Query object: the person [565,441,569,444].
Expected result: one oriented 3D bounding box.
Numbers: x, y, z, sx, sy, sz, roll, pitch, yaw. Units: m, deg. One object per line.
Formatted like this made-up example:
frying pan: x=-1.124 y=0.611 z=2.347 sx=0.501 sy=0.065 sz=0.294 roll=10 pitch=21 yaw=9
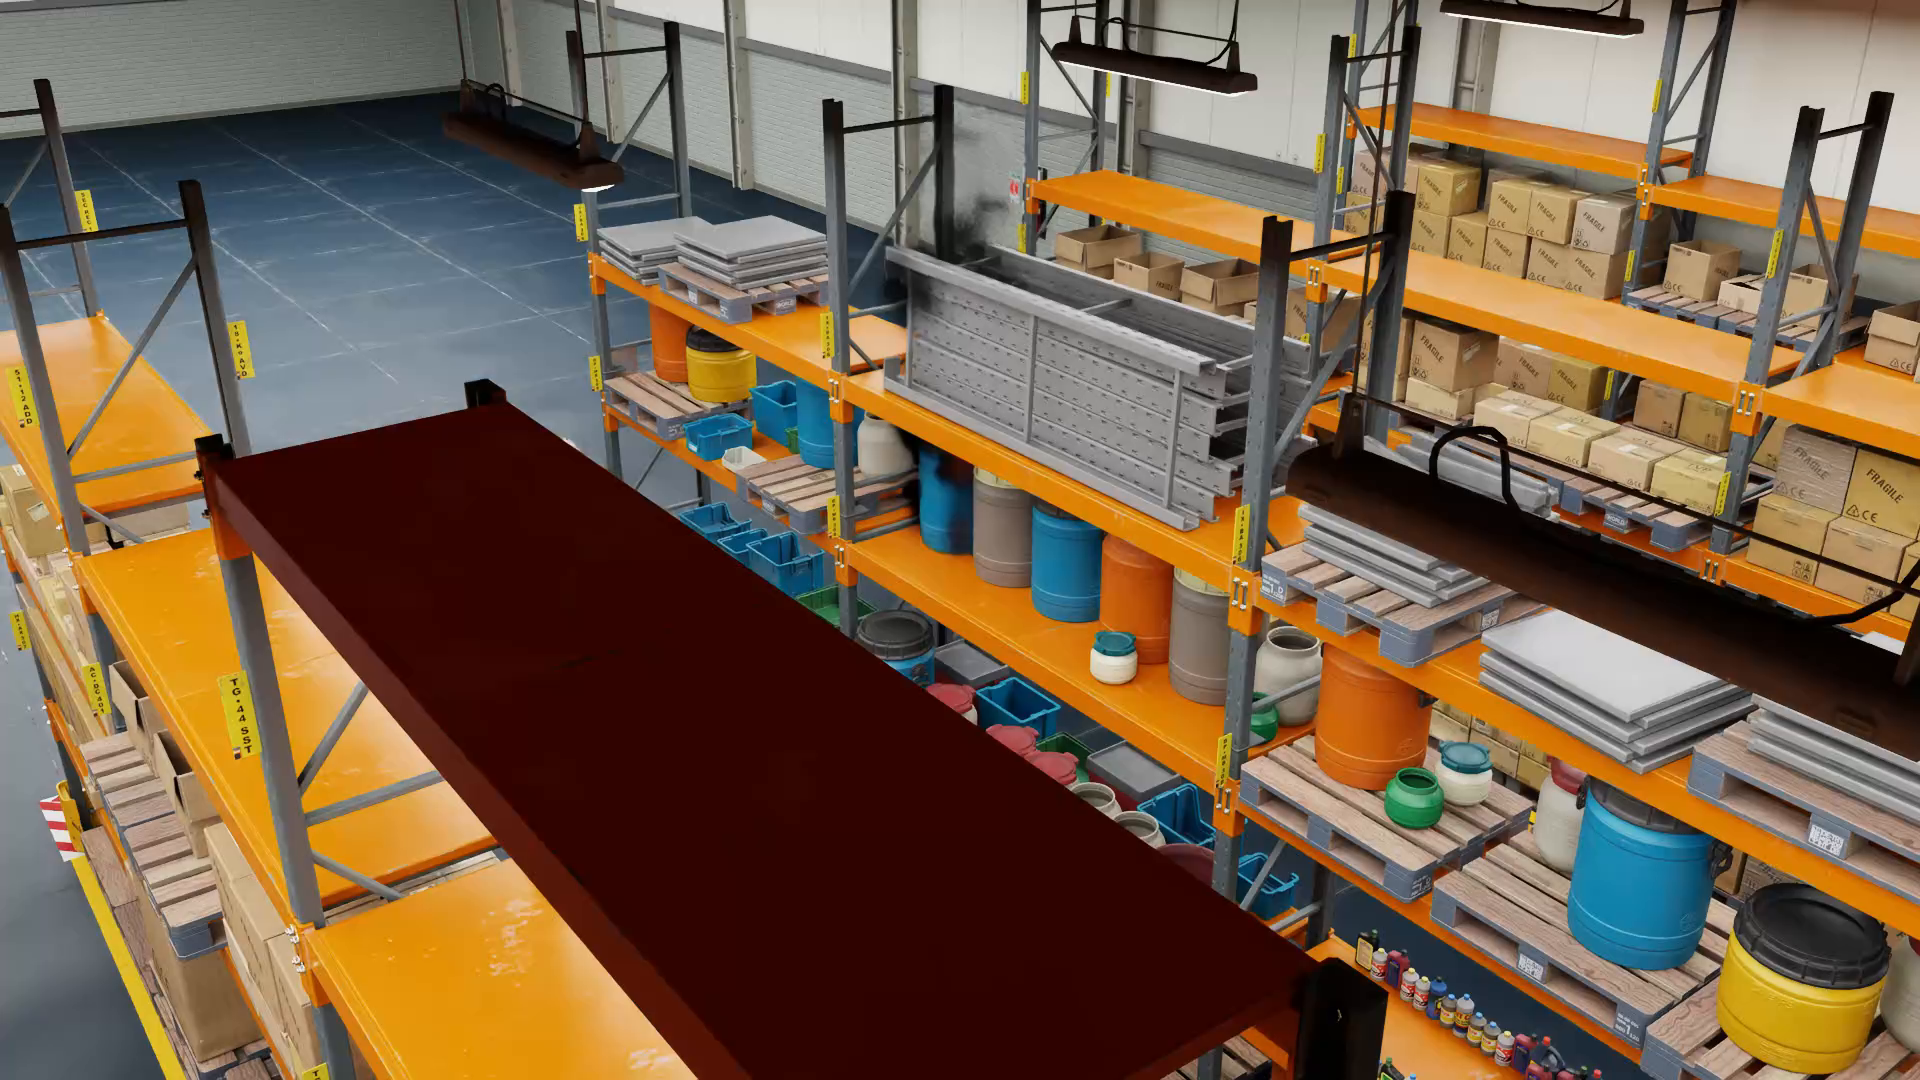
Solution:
person: x=-4.092 y=-0.222 z=17.412 sx=0.612 sy=1.751 sz=0.685 roll=-1 pitch=25 yaw=-1
